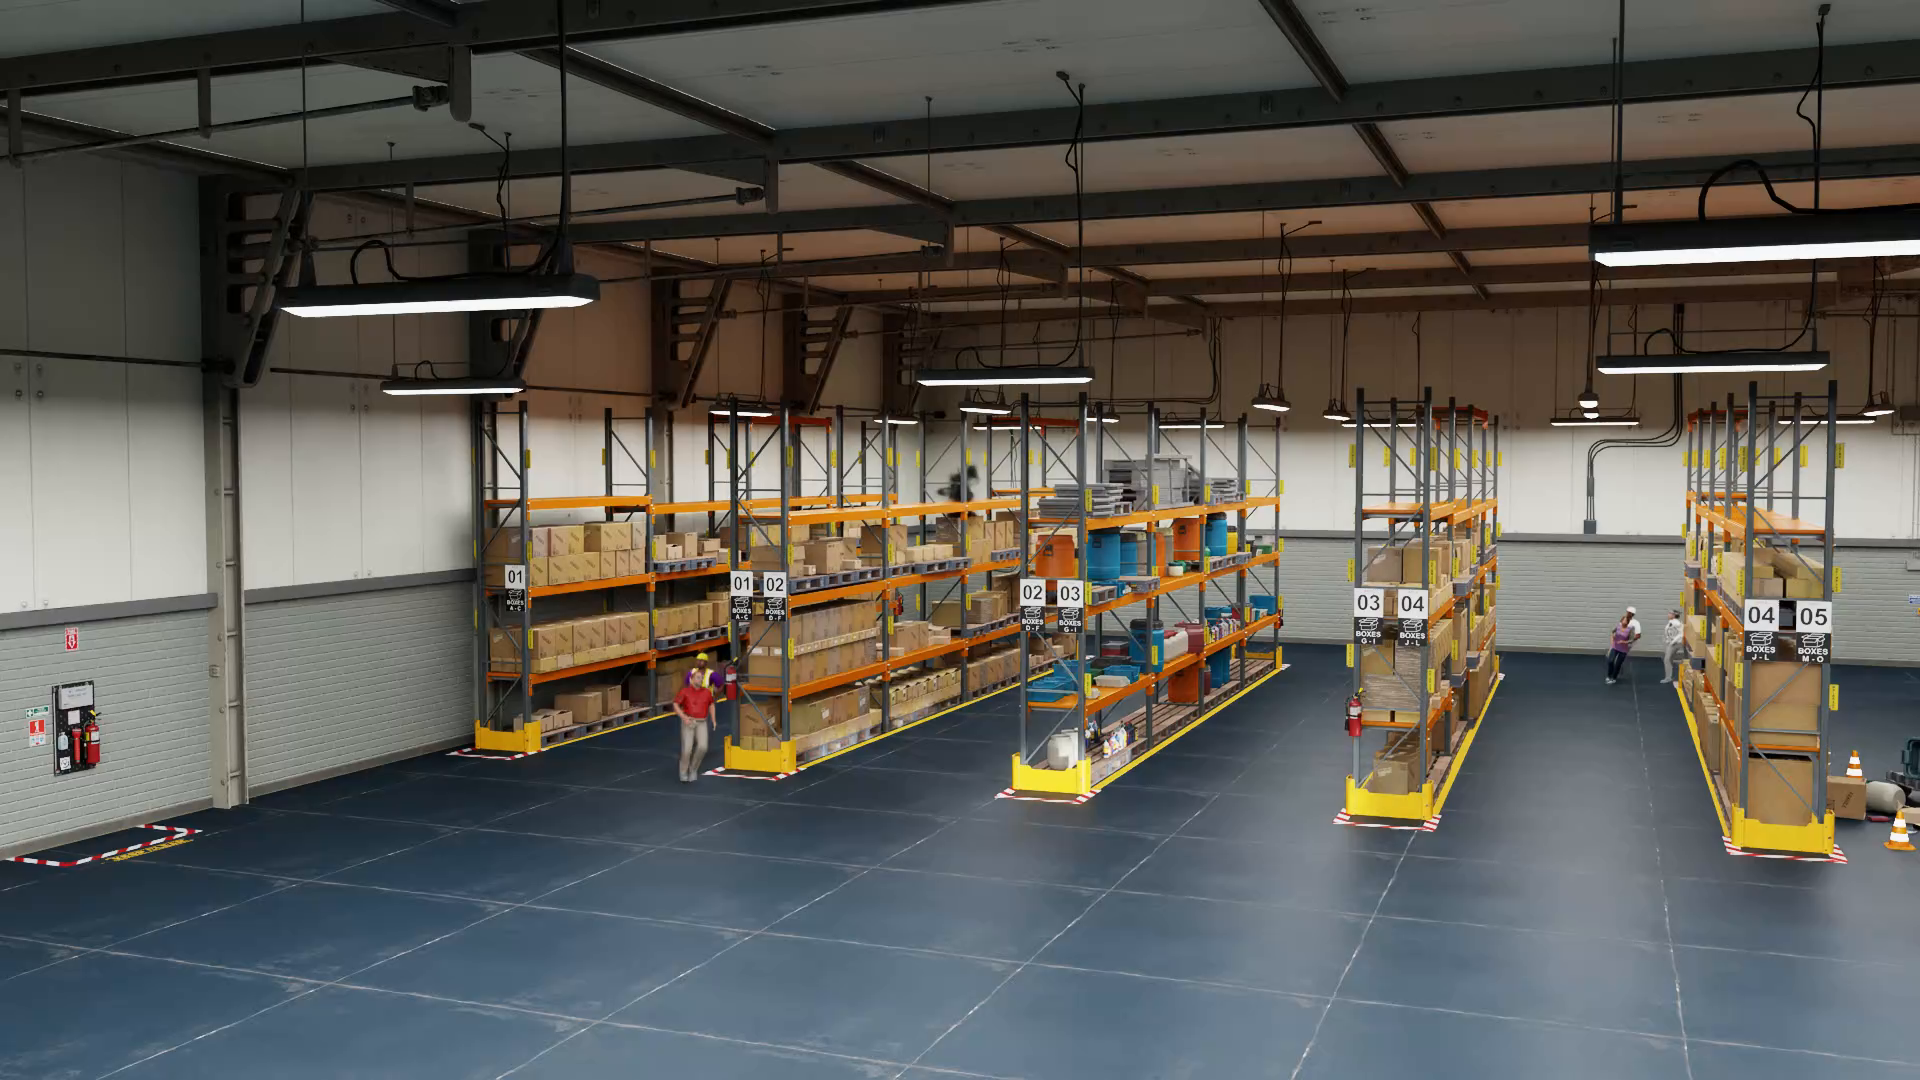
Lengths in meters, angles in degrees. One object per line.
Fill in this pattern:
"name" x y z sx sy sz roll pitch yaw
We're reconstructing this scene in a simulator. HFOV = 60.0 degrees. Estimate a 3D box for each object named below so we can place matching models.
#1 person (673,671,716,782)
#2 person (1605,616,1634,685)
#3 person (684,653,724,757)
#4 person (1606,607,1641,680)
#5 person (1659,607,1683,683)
"person" -4.112 2.913 25.905 0.702 1.706 0.590 -1 3 -22
"person" 14.577 2.440 36.726 0.599 1.562 0.601 2 3 31
"person" -4.367 2.775 28.078 0.698 1.732 0.806 1 3 13
"person" 14.925 2.335 37.490 0.541 1.683 0.756 -1 3 -15
"person" 16.087 2.357 37.369 0.726 1.690 0.621 0 3 7
